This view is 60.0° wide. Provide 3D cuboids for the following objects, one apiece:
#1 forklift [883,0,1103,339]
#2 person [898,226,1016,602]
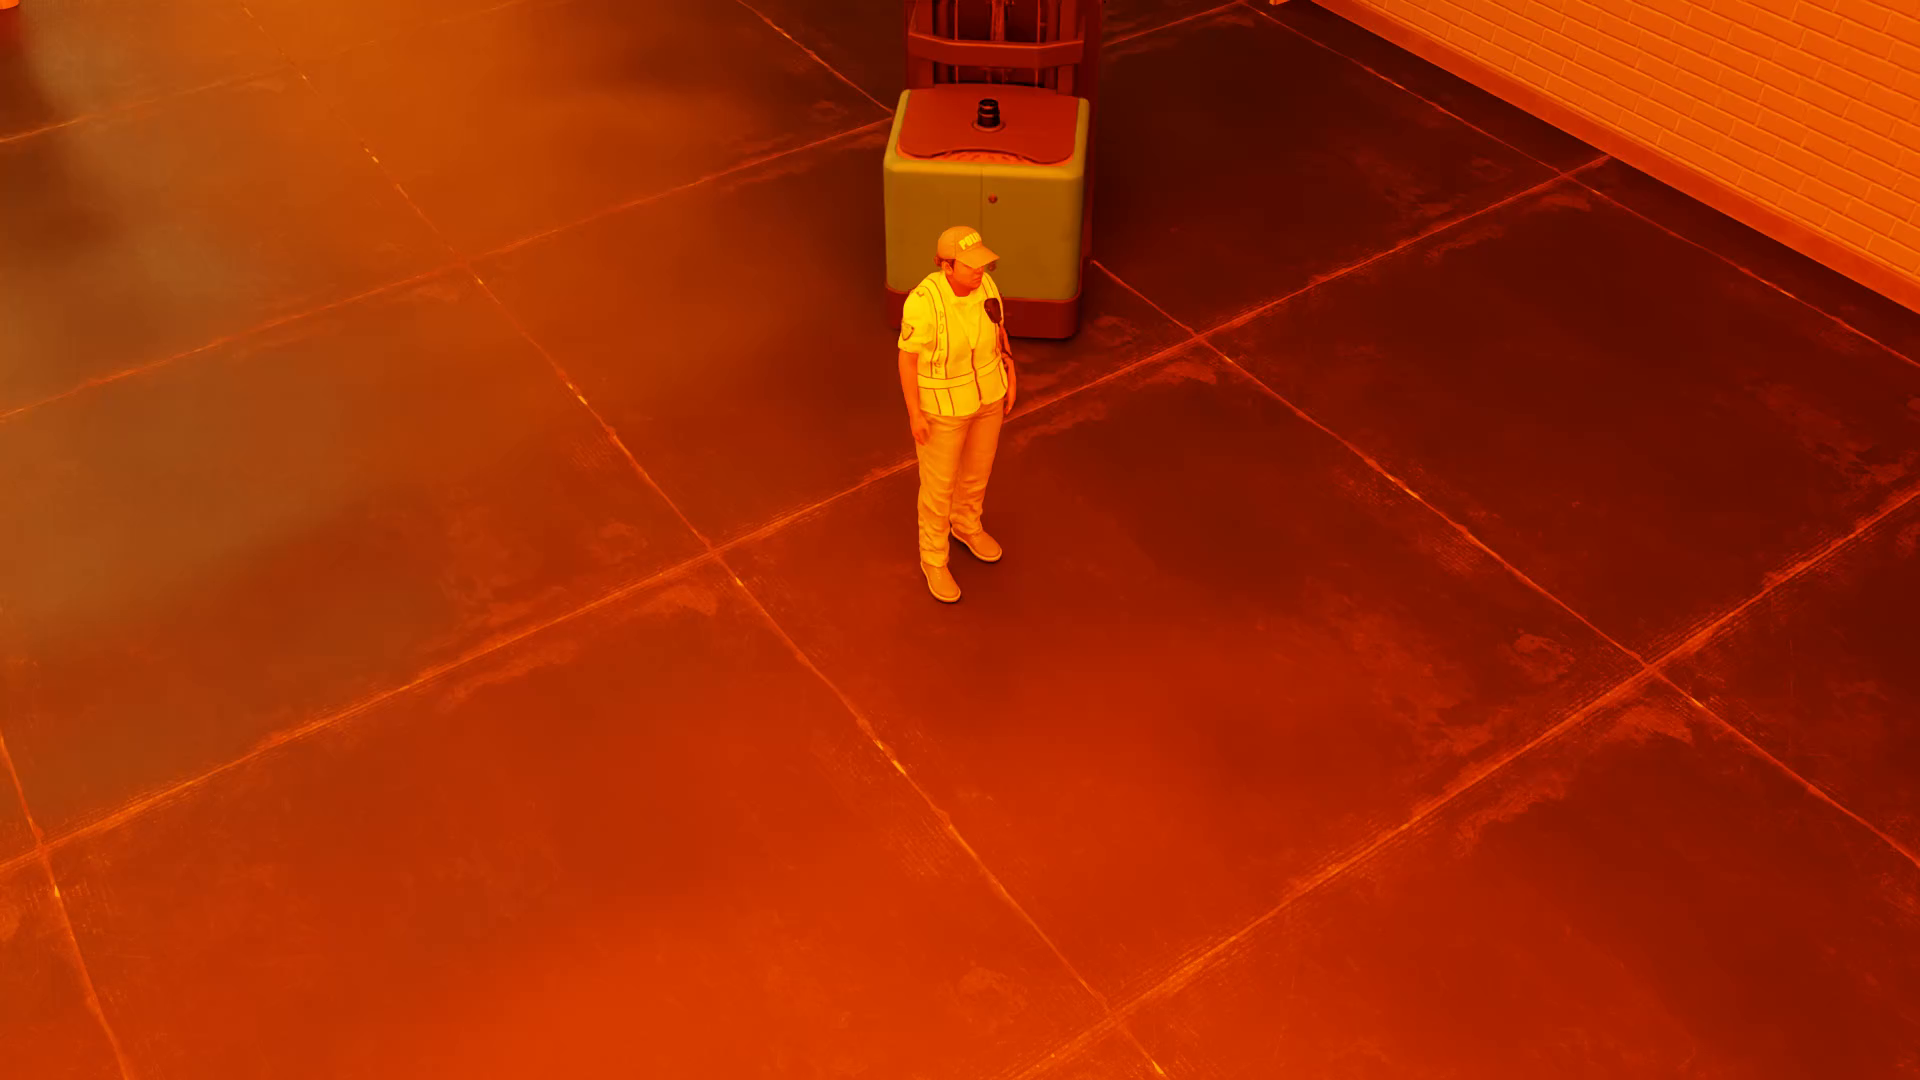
[{"bbox_3d":[0.257,-3.156,9.141,1.130,2.935,3.031,4,43,4],"label":"forklift"},{"bbox_3d":[0.025,-0.567,7.252,0.598,1.670,0.529,-25,48,-25],"label":"person"}]
